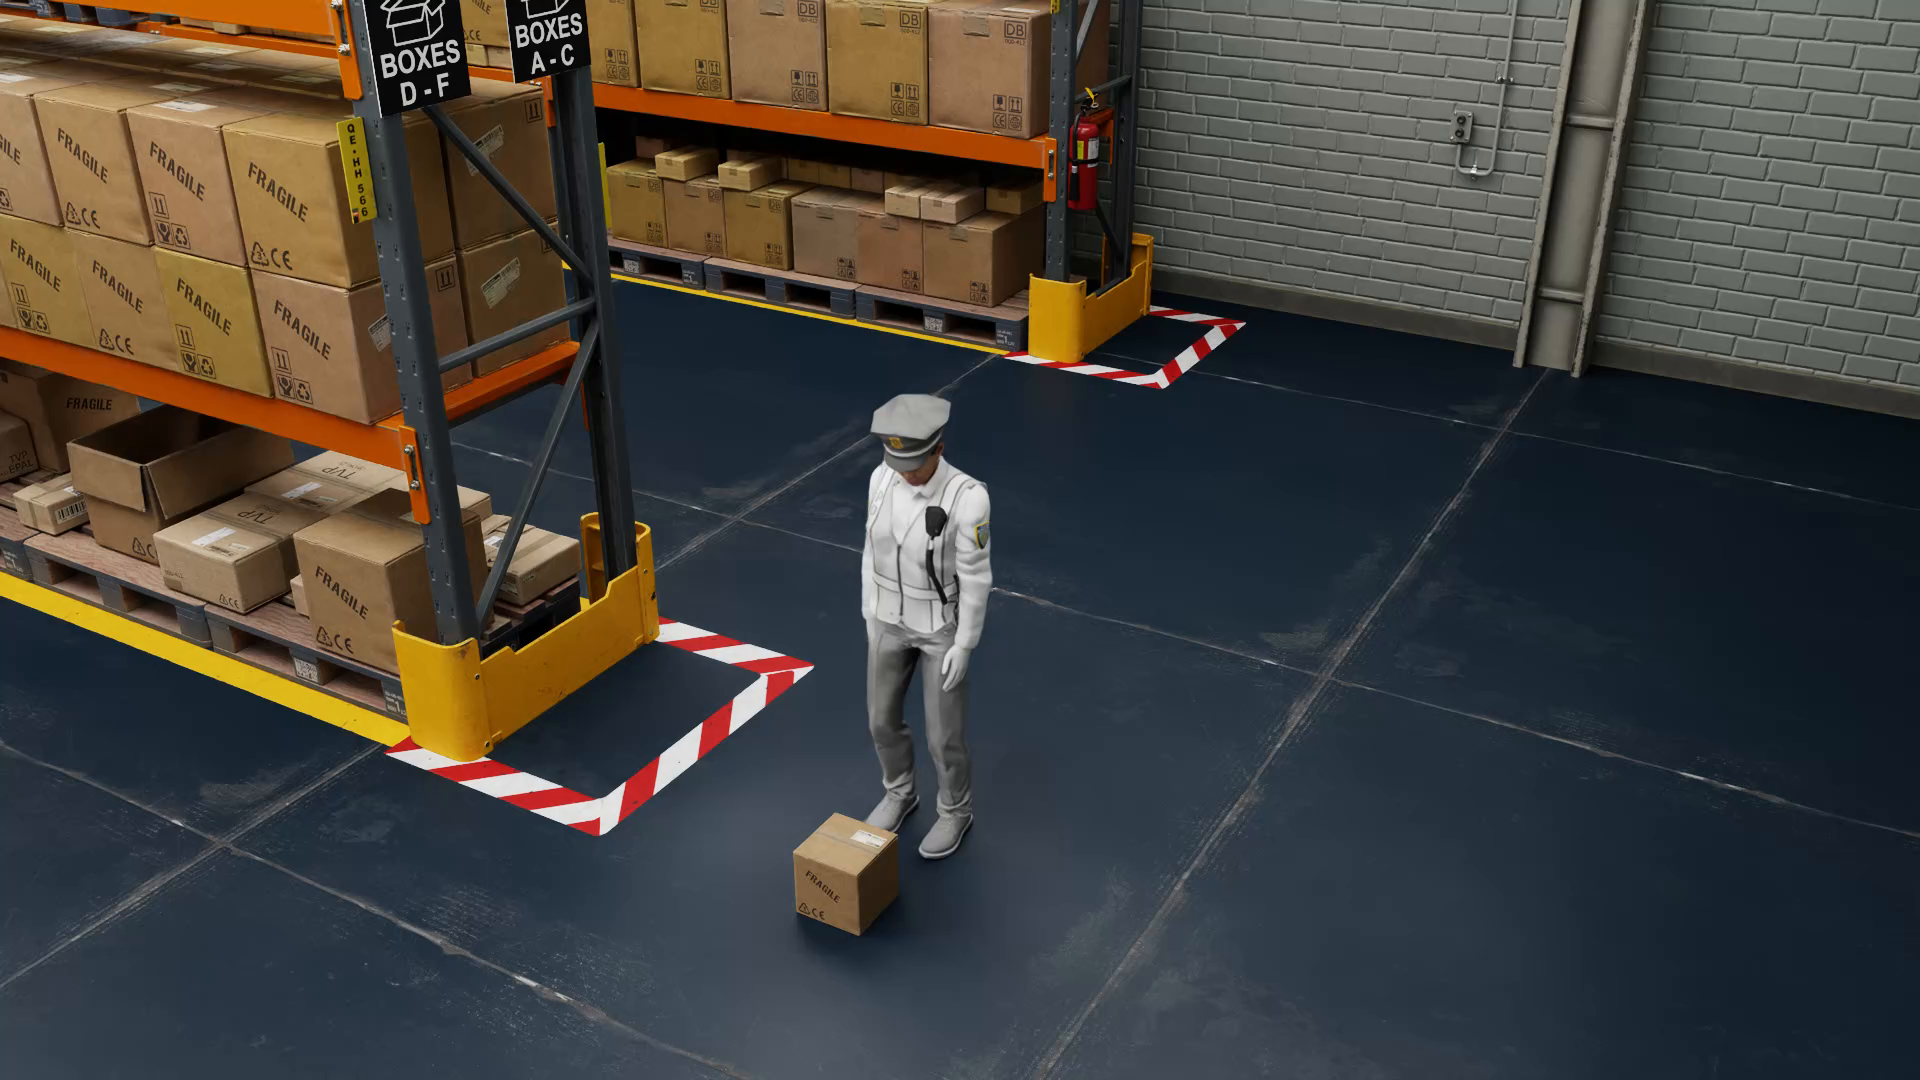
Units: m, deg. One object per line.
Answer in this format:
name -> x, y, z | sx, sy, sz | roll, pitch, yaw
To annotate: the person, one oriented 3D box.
person -> -0.119, 0.303, 5.536 | 0.481, 1.654, 0.366 | 15, 30, 27
